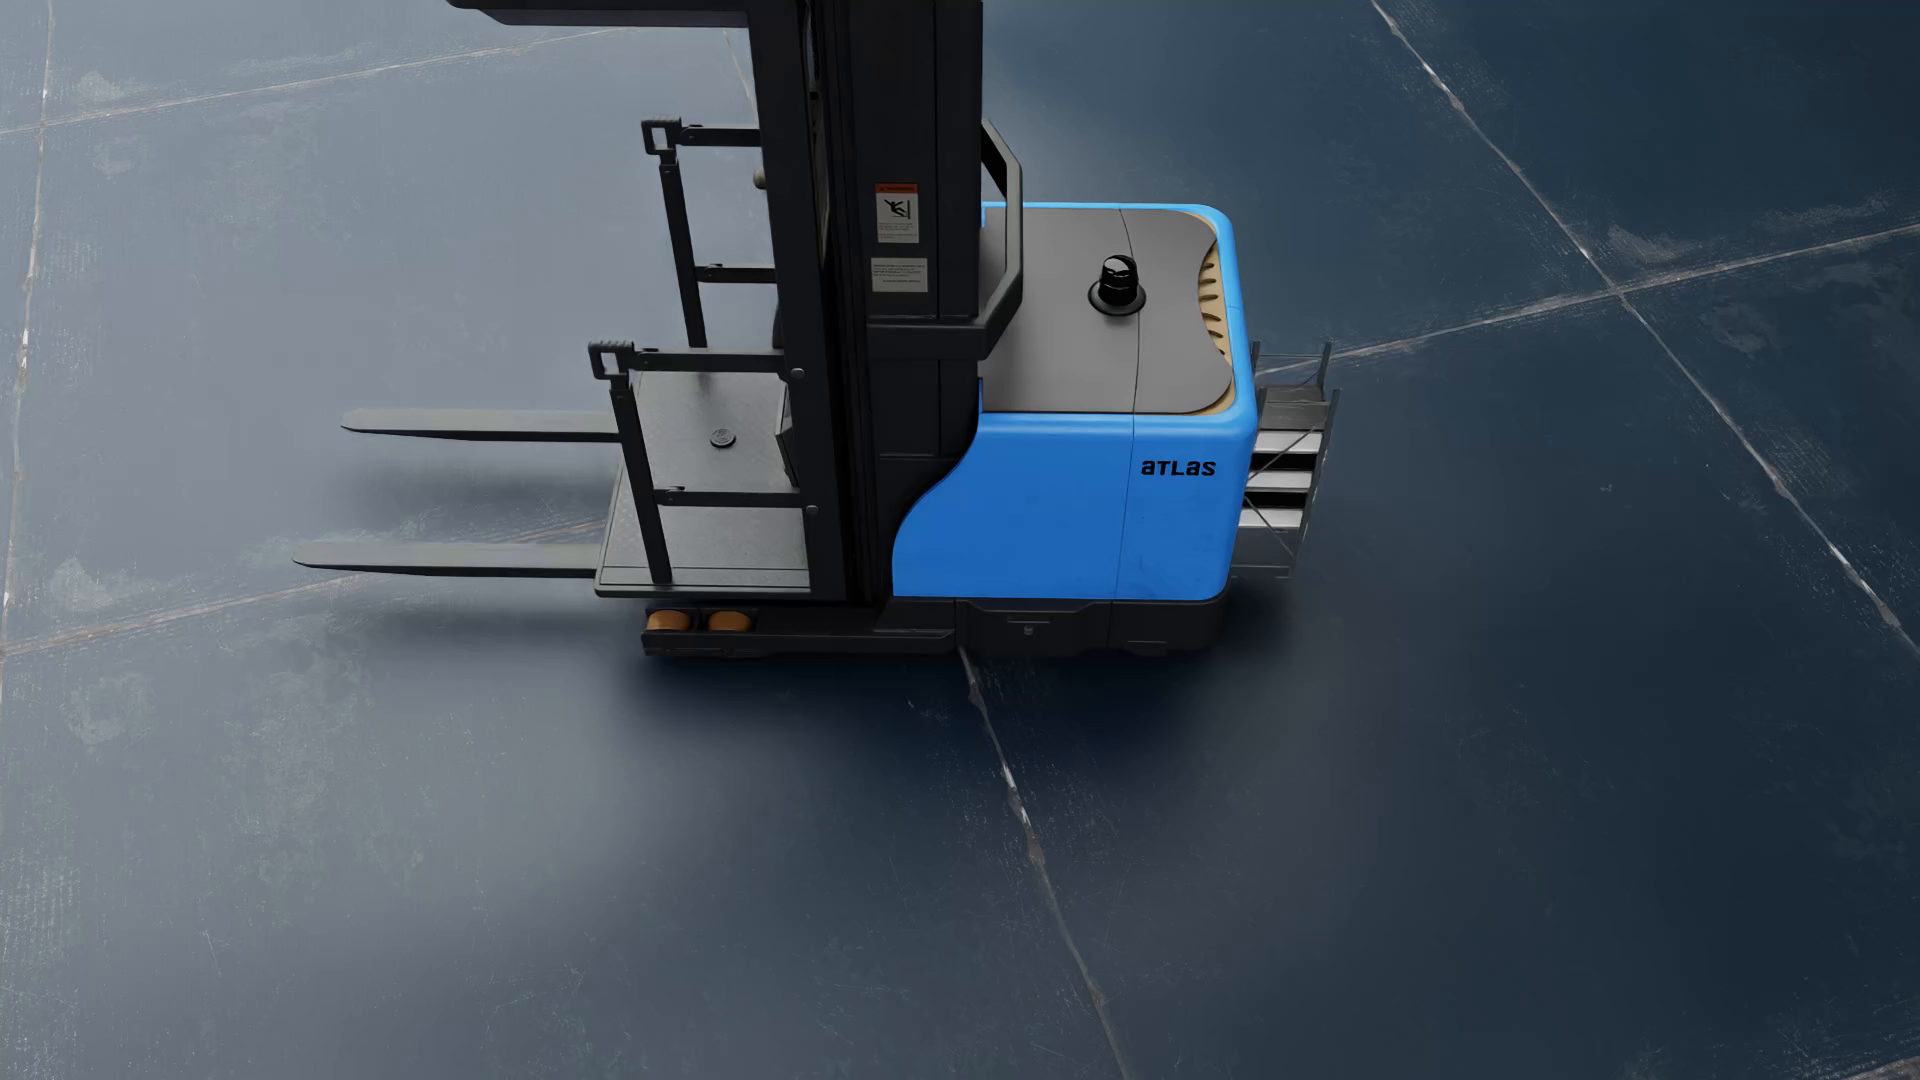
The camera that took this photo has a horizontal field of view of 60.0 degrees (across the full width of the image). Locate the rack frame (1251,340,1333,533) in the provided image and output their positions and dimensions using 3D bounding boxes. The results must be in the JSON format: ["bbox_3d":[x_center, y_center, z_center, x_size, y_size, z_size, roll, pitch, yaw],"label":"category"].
[{"bbox_3d":[1.017,-0.318,5.428,0.240,0.900,0.006,1,50,0],"label":"rack frame"}]

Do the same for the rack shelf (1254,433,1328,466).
[{"bbox_3d":[1.016,-0.335,5.250,0.258,0.077,0.200,1,50,0],"label":"rack shelf"}]

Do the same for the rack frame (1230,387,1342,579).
[{"bbox_3d":[1.013,-0.162,5.297,0.240,0.900,0.006,1,50,0],"label":"rack frame"}]

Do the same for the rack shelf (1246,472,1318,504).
[{"bbox_3d":[1.015,-0.219,5.388,0.258,0.077,0.200,1,50,0],"label":"rack shelf"}]

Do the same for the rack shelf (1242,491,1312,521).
[{"bbox_3d":[1.014,-0.161,5.457,0.258,0.077,0.200,1,50,0],"label":"rack shelf"}]

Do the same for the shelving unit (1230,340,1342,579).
[{"bbox_3d":[1.015,-0.240,5.362,0.258,0.900,0.210,1,50,0],"label":"shelving unit"}]

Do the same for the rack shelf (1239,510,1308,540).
[{"bbox_3d":[1.013,-0.103,5.526,0.258,0.077,0.200,1,50,0],"label":"rack shelf"}]

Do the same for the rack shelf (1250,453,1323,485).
[{"bbox_3d":[1.015,-0.277,5.319,0.258,0.077,0.200,1,50,0],"label":"rack shelf"}]

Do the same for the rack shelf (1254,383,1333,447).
[{"bbox_3d":[1.017,-0.393,5.181,0.258,0.077,0.200,1,50,0],"label":"rack shelf"}]

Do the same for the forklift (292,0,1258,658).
[{"bbox_3d":[-0.652,-0.966,4.647,3.031,2.935,1.130,1,50,1],"label":"forklift"}]
